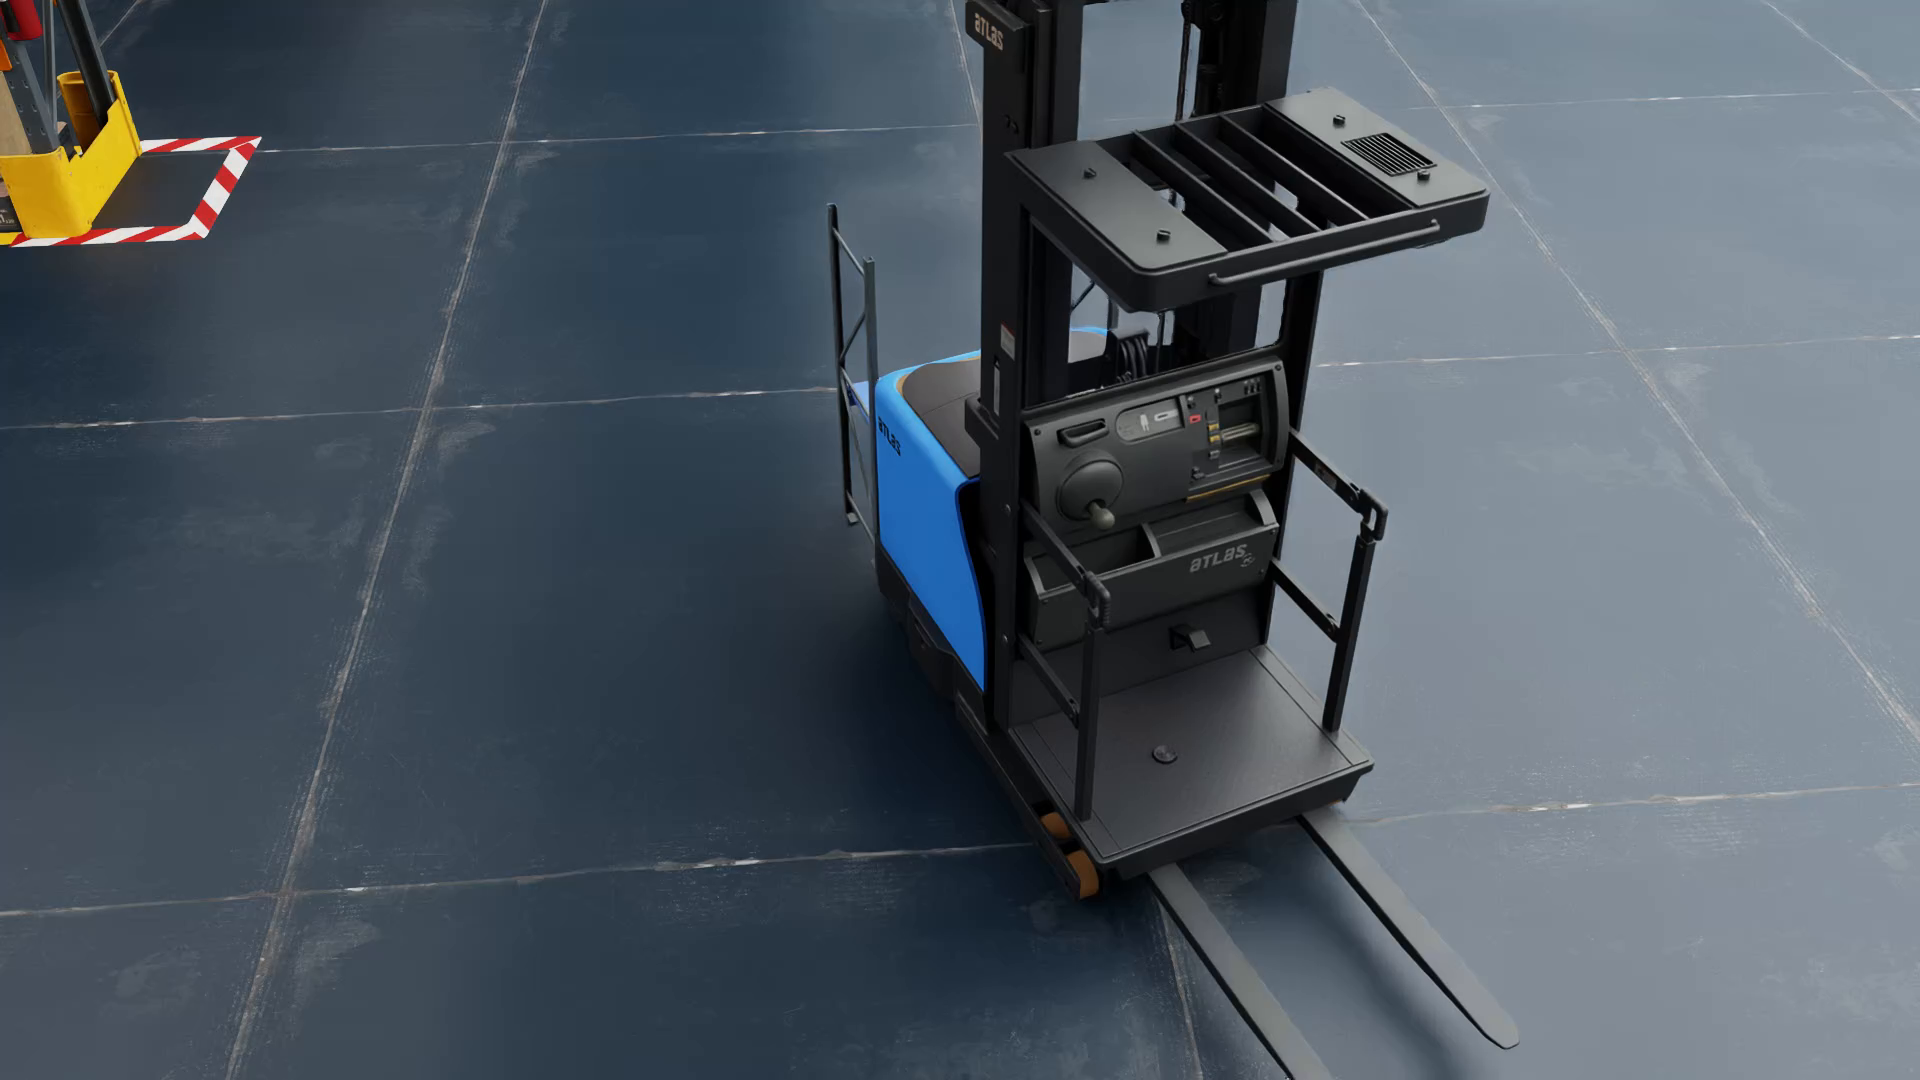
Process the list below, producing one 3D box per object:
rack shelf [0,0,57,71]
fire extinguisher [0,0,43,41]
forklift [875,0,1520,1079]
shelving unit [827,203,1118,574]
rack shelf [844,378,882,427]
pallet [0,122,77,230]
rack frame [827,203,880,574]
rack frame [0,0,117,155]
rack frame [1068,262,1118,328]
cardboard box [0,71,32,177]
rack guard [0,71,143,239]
[{"bbox_3d":[-7.104,-2.861,9.035,4.000,0.370,1.077,-3,38,-4],"label":"rack shelf"},{"bbox_3d":[-4.957,-2.944,8.623,0.183,0.674,0.296,-3,38,-4],"label":"fire extinguisher"},{"bbox_3d":[0.740,-0.233,5.179,1.130,2.935,3.031,-16,41,-19],"label":"forklift"},{"bbox_3d":[0.057,-0.694,6.918,1.048,1.500,0.538,-13,40,-16],"label":"shelving unit"},{"bbox_3d":[0.057,-0.552,7.030,1.000,0.185,0.538,-13,40,-16],"label":"rack shelf"},{"bbox_3d":[-6.000,-2.131,9.781,1.213,0.211,1.003,-3,38,-4],"label":"pallet"},{"bbox_3d":[-0.418,-0.582,6.777,0.032,1.500,0.500,-13,40,-16],"label":"rack frame"},{"bbox_3d":[-5.112,-3.253,8.951,0.127,3.000,1.000,-3,38,-4],"label":"rack frame"},{"bbox_3d":[0.533,-0.805,7.059,0.032,1.500,0.500,-13,40,-16],"label":"rack frame"},{"bbox_3d":[-5.735,-2.412,9.565,0.500,0.500,0.500,4,38,4],"label":"cardboard box"},{"bbox_3d":[-5.187,-2.267,9.720,0.348,0.500,1.175,-3,38,-4],"label":"rack guard"}]
